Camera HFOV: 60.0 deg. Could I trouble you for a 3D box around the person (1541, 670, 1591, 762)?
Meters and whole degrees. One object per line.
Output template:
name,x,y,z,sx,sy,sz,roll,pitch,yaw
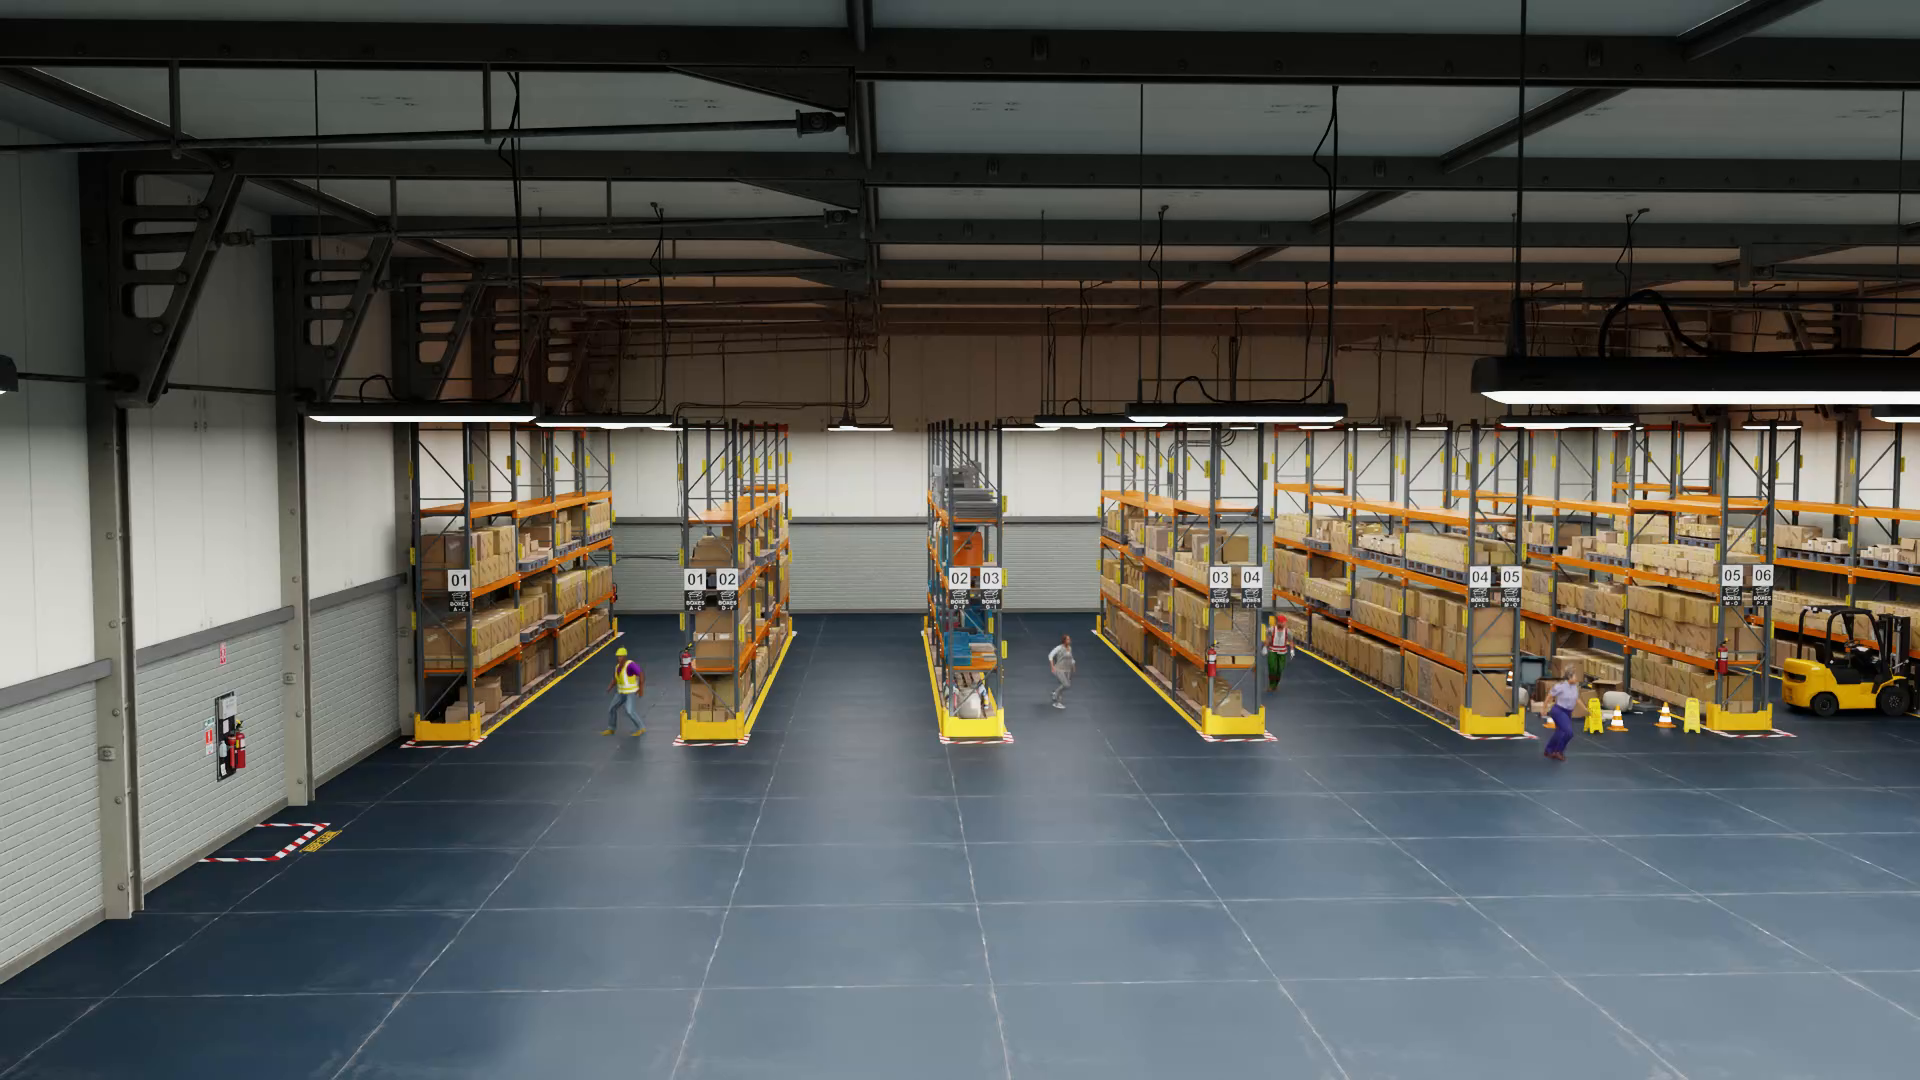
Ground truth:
person,10.579,3.052,29.036,0.585,1.595,0.776,-3,5,-39

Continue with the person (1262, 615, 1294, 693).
person,7.057,2.504,36.854,0.644,1.731,0.753,0,4,0

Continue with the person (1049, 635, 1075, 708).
person,2.125,2.736,34.579,0.610,1.553,0.507,-3,5,-36

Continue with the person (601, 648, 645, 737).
person,-6.397,2.880,31.401,0.883,1.683,0.552,3,5,38
